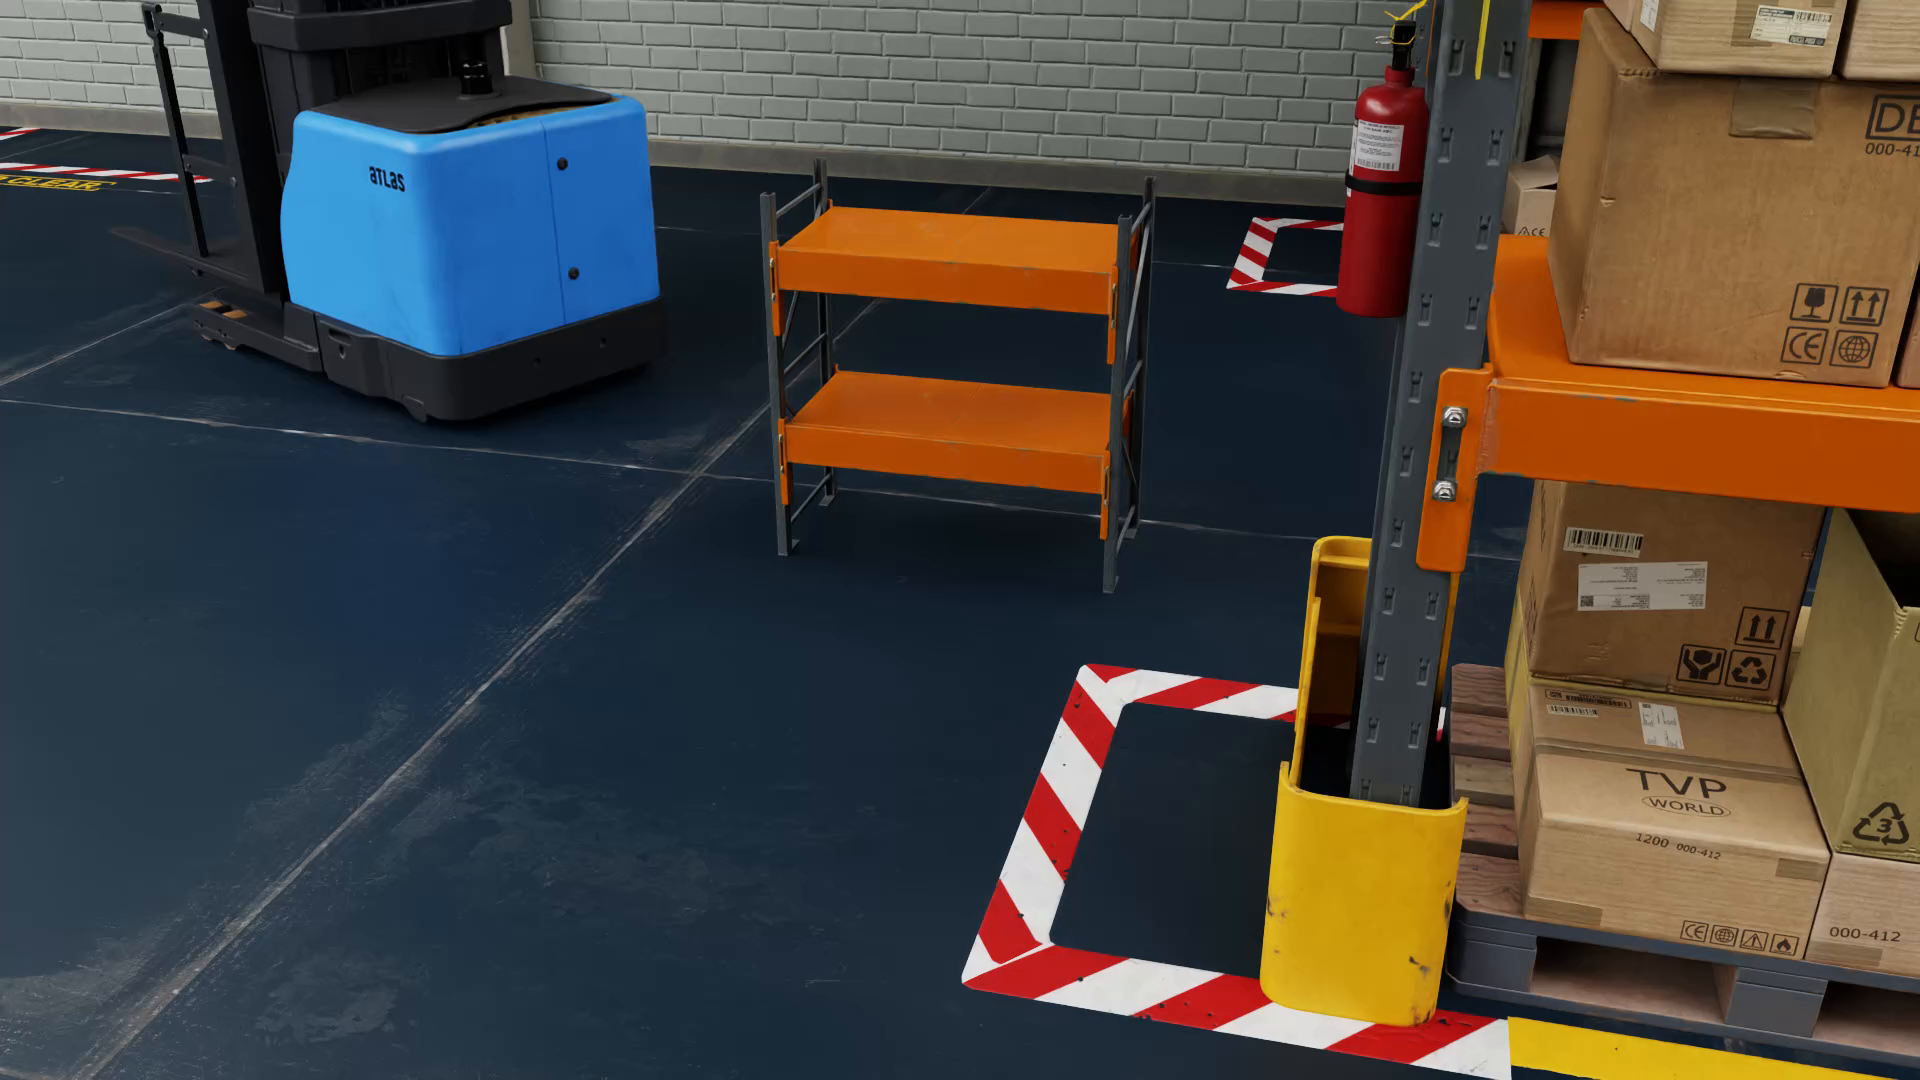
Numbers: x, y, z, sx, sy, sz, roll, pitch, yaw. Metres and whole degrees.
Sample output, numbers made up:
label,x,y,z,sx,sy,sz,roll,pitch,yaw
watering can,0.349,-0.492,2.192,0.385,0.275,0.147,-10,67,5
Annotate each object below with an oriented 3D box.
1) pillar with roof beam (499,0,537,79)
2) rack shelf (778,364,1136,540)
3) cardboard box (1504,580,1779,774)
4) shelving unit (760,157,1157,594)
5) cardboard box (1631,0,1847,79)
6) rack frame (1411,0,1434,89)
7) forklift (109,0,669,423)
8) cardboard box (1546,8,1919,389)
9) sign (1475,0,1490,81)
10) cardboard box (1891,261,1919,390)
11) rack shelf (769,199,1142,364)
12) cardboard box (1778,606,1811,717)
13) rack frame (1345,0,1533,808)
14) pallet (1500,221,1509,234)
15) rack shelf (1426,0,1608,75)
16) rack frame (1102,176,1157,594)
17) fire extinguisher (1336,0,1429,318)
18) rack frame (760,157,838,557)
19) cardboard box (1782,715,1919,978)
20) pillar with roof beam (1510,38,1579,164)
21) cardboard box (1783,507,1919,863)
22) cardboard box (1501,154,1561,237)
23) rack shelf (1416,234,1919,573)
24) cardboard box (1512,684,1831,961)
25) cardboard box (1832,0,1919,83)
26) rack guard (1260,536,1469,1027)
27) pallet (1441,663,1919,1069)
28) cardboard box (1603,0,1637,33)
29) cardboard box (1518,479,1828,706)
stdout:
label,x,y,z,sx,sy,sz,roll,pitch,yaw
pillar with roof beam,-3.832,-4.562,4.363,0.400,9.000,9.100,6,26,13
rack shelf,0.007,-0.286,5.112,1.000,0.278,0.538,6,26,13
cardboard box,1.520,0.331,3.775,0.500,0.250,0.500,6,26,13
shelving unit,0.007,-0.507,5.007,1.048,1.125,0.538,6,26,13
cardboard box,1.254,-0.861,2.699,0.250,0.149,0.380,6,26,13
rack frame,2.158,-2.718,7.469,0.127,3.000,1.000,6,26,13
forklift,-2.615,-2.261,6.590,3.031,2.935,1.130,20,32,36
cardboard box,1.376,-0.645,2.998,0.500,0.500,0.700,6,26,13
sign,0.783,-0.851,2.449,0.005,0.325,0.100,6,26,13
cardboard box,1.886,-0.591,2.885,0.500,0.500,0.700,7,26,14
rack shelf,0.007,-0.771,4.881,1.000,0.278,0.538,6,26,13
cardboard box,2.008,0.380,3.673,0.500,0.250,0.500,6,26,13
rack frame,0.927,-0.655,3.136,0.127,3.000,1.000,6,26,13
pallet,3.009,-1.349,7.837,1.213,0.211,1.003,6,26,13
rack shelf,4.095,-2.179,7.174,4.000,0.370,1.077,6,26,13
rack frame,0.499,-0.453,4.892,0.032,1.125,0.500,6,26,13
fire extinguisher,0.929,-0.826,3.585,0.183,0.674,0.296,6,26,13
rack frame,-0.486,-0.562,5.121,0.032,1.125,0.500,6,26,13
cardboard box,1.877,0.599,3.213,0.500,0.250,0.500,6,26,13
pillar with roof beam,1.979,-3.919,3.014,0.400,9.000,9.100,6,26,13
cardboard box,1.876,0.261,3.050,0.500,0.500,0.500,6,26,13
cardboard box,2.805,-1.591,7.718,0.500,0.311,0.500,3,26,7
rack shelf,2.864,-0.116,2.841,4.000,0.370,1.077,6,26,13
cardboard box,1.391,0.547,3.322,0.500,0.250,0.500,6,26,13
cardboard box,1.510,-0.834,2.642,0.250,0.149,0.380,6,26,12
rack guard,0.904,0.471,3.679,0.348,0.500,1.175,6,26,13
pallet,1.678,0.668,3.600,1.213,0.211,1.003,6,26,13
cardboard box,1.345,-1.031,3.056,0.250,0.149,0.380,6,26,12
cardboard box,1.521,-0.008,3.615,0.500,0.500,0.500,6,26,13
